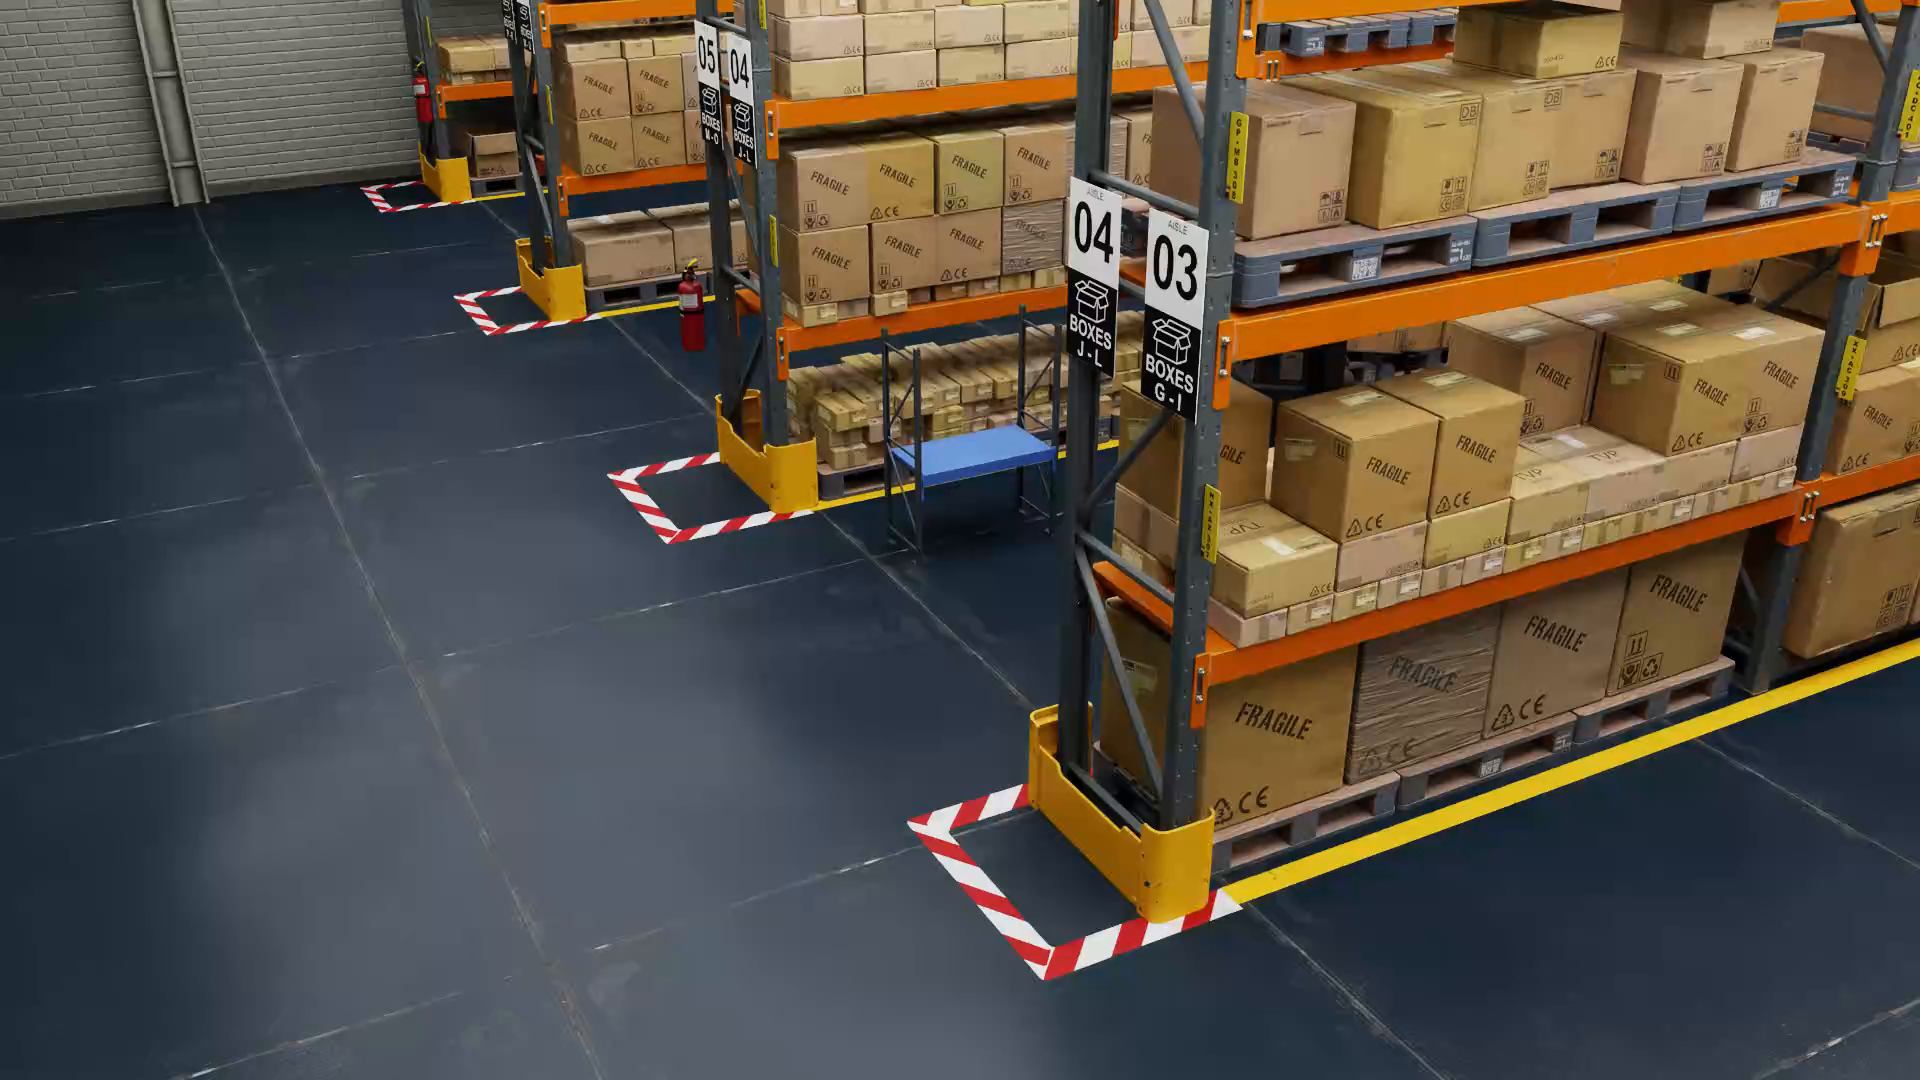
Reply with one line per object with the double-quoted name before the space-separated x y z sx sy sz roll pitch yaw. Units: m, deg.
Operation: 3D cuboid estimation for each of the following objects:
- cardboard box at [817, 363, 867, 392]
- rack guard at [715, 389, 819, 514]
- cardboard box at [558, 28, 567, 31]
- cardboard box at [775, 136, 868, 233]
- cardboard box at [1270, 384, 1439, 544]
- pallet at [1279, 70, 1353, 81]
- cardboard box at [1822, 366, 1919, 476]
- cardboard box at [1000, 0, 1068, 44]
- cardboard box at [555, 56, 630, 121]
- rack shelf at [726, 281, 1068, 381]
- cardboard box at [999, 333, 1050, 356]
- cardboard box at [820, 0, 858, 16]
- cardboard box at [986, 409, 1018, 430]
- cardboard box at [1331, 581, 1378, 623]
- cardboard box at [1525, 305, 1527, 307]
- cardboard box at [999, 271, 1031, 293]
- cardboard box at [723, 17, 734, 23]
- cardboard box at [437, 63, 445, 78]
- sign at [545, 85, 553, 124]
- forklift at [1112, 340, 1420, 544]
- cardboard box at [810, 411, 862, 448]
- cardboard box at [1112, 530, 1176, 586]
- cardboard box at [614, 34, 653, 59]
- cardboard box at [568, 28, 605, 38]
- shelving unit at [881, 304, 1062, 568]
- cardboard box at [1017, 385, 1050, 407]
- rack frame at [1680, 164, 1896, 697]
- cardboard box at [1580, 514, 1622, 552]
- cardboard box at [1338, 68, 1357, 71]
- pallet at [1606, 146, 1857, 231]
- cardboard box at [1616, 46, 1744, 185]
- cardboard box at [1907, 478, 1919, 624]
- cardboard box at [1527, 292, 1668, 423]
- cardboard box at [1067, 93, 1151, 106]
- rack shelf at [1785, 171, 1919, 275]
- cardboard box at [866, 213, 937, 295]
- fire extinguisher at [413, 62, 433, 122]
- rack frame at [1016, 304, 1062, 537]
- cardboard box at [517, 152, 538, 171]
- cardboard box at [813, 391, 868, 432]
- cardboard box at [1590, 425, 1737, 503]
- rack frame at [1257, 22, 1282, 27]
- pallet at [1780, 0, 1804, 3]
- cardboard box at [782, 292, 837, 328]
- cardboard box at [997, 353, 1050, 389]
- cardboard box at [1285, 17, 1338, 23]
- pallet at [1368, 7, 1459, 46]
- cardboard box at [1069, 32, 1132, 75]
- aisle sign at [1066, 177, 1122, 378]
"cardboard box" -0.876 -1.172 12.347 0.250 0.149 0.380 -12 28 -24
"rack guard" -1.405 -0.655 12.036 0.348 0.500 1.175 -13 29 -25
"cardboard box" -4.593 -6.103 20.324 0.500 0.250 0.500 -13 29 -25
"cardboard box" -0.951 -2.386 11.140 0.500 0.500 0.500 -13 29 -25
"cardboard box" 1.764 -0.352 7.482 0.500 0.500 0.500 -14 29 -26
"pallet" 3.747 -5.365 19.180 1.003 0.211 1.213 -13 29 -25
"cardboard box" 4.825 -0.709 9.146 0.500 0.500 0.500 -13 29 -25
"cardboard box" 0.394 -3.575 11.360 0.500 0.250 0.500 -14 29 -27
"cardboard box" -3.333 -4.121 15.097 0.500 0.500 0.500 -14 29 -26
"rack shelf" 0.292 -1.849 12.467 4.000 0.370 1.077 -13 29 -25
"cardboard box" 0.501 -1.489 13.007 0.250 0.149 0.380 -14 29 -27
"cardboard box" -0.846 -3.480 10.702 0.250 0.149 0.380 -12 28 -23
"cardboard box" 0.267 -0.909 12.486 0.250 0.149 0.380 -15 29 -28
"cardboard box" 1.692 0.210 7.636 0.250 0.149 0.380 -14 29 -26
"cardboard box" 4.669 -2.120 14.602 0.500 0.500 0.500 -12 28 -23
"cardboard box" 0.320 -1.931 12.096 0.250 0.149 0.380 -12 28 -23
"cardboard box" -2.115 -4.971 16.117 0.250 0.149 0.380 -13 29 -25
"cardboard box" -6.064 -5.588 19.713 0.250 0.149 0.380 -13 29 -26
"sign" -3.635 -3.849 14.709 0.005 0.325 0.100 -13 29 -25
"forklift" 2.533 -1.116 10.189 3.031 2.935 1.130 4 26 9
"cardboard box" -0.889 -0.813 11.943 0.250 0.149 0.380 -12 28 -23
"cardboard box" 0.932 0.064 7.942 0.250 0.149 0.380 -12 28 -24
"cardboard box" -2.966 -4.481 15.096 0.250 0.149 0.380 -12 28 -24
"cardboard box" -3.456 -4.635 15.418 0.250 0.149 0.380 -12 28 -24
"shelving unit" 0.075 -0.693 10.962 1.048 1.500 0.538 -13 29 -25
"cardboard box" 0.483 -1.154 12.654 0.250 0.149 0.380 -12 28 -23
"rack frame" 4.302 -0.666 9.172 0.127 3.000 1.000 -13 29 -25
"cardboard box" 3.053 -0.104 8.291 0.250 0.149 0.380 -13 29 -26
"cardboard box" 4.323 -5.468 18.978 0.250 0.149 0.380 -13 28 -25
"pallet" 3.575 -1.816 8.203 1.213 0.211 1.003 -13 29 -25
"cardboard box" 3.163 -2.008 7.784 0.500 0.500 0.700 -11 28 -22
"cardboard box" 5.645 -0.218 10.208 0.875 0.875 1.225 -14 29 -27
"cardboard box" 3.321 -0.973 8.775 0.500 0.500 0.500 -13 29 -25
"cardboard box" 1.094 -3.101 12.628 0.500 0.500 0.500 -14 29 -27
"rack shelf" 6.067 -2.101 9.527 4.000 0.370 1.077 -13 29 -25
"cardboard box" -0.486 -2.050 11.595 0.500 0.500 0.500 -13 29 -25
"fire extinguisher" -6.142 -5.122 18.972 0.183 0.674 0.296 -13 29 -25
"rack frame" 0.524 -0.797 11.177 0.032 1.500 0.500 -13 29 -25
"cardboard box" -5.252 -4.595 20.164 0.250 0.149 0.380 -14 29 -27
"cardboard box" -0.850 -0.916 11.812 0.250 0.149 0.380 -14 29 -27
"cardboard box" 3.580 -0.436 8.522 0.500 0.250 0.500 -12 28 -24
"rack frame" 2.057 -5.285 11.861 0.127 3.000 1.000 -13 29 -25
"pallet" 7.115 -5.043 15.040 1.213 0.211 1.003 -12 28 -23
"cardboard box" -1.032 -1.594 11.394 0.250 0.149 0.380 -13 29 -26
"cardboard box" 0.479 -1.279 12.569 0.250 0.149 0.380 -13 29 -25
"cardboard box" 2.443 -4.203 12.471 0.500 0.500 0.700 -13 29 -25
"pallet" 3.566 -4.146 13.171 1.003 0.211 1.213 -13 29 -25
"cardboard box" 0.857 -3.462 11.702 0.500 0.250 0.500 -13 29 -26
"aisle sign" 0.568 -1.123 7.120 0.004 0.787 0.394 -13 29 -25
